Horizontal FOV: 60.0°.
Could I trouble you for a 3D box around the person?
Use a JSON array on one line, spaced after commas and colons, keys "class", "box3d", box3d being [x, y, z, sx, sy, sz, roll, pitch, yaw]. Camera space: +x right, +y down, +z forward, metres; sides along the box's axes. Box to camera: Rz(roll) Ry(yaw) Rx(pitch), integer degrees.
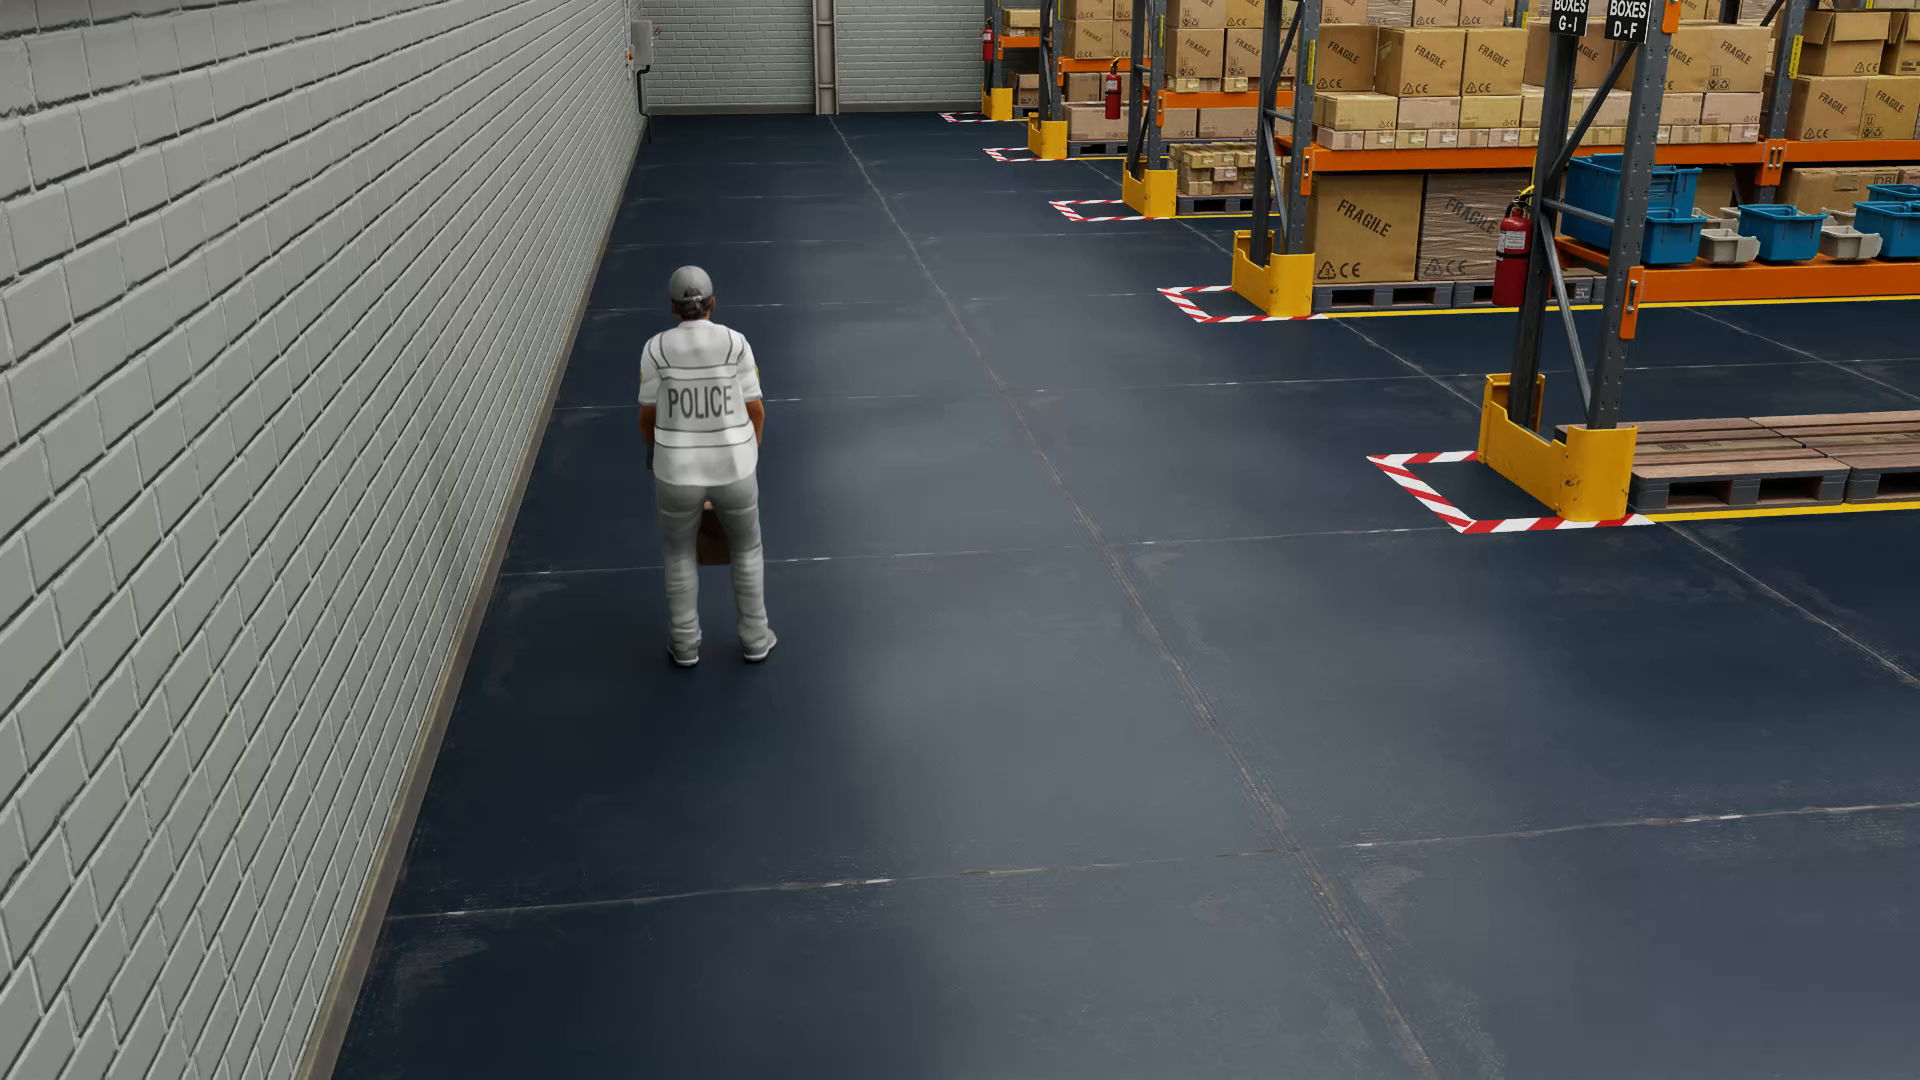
[{"class": "person", "box3d": [-1.043, -0.288, 6.846, 0.526, 1.670, 0.439, -3, 20, -9]}]
